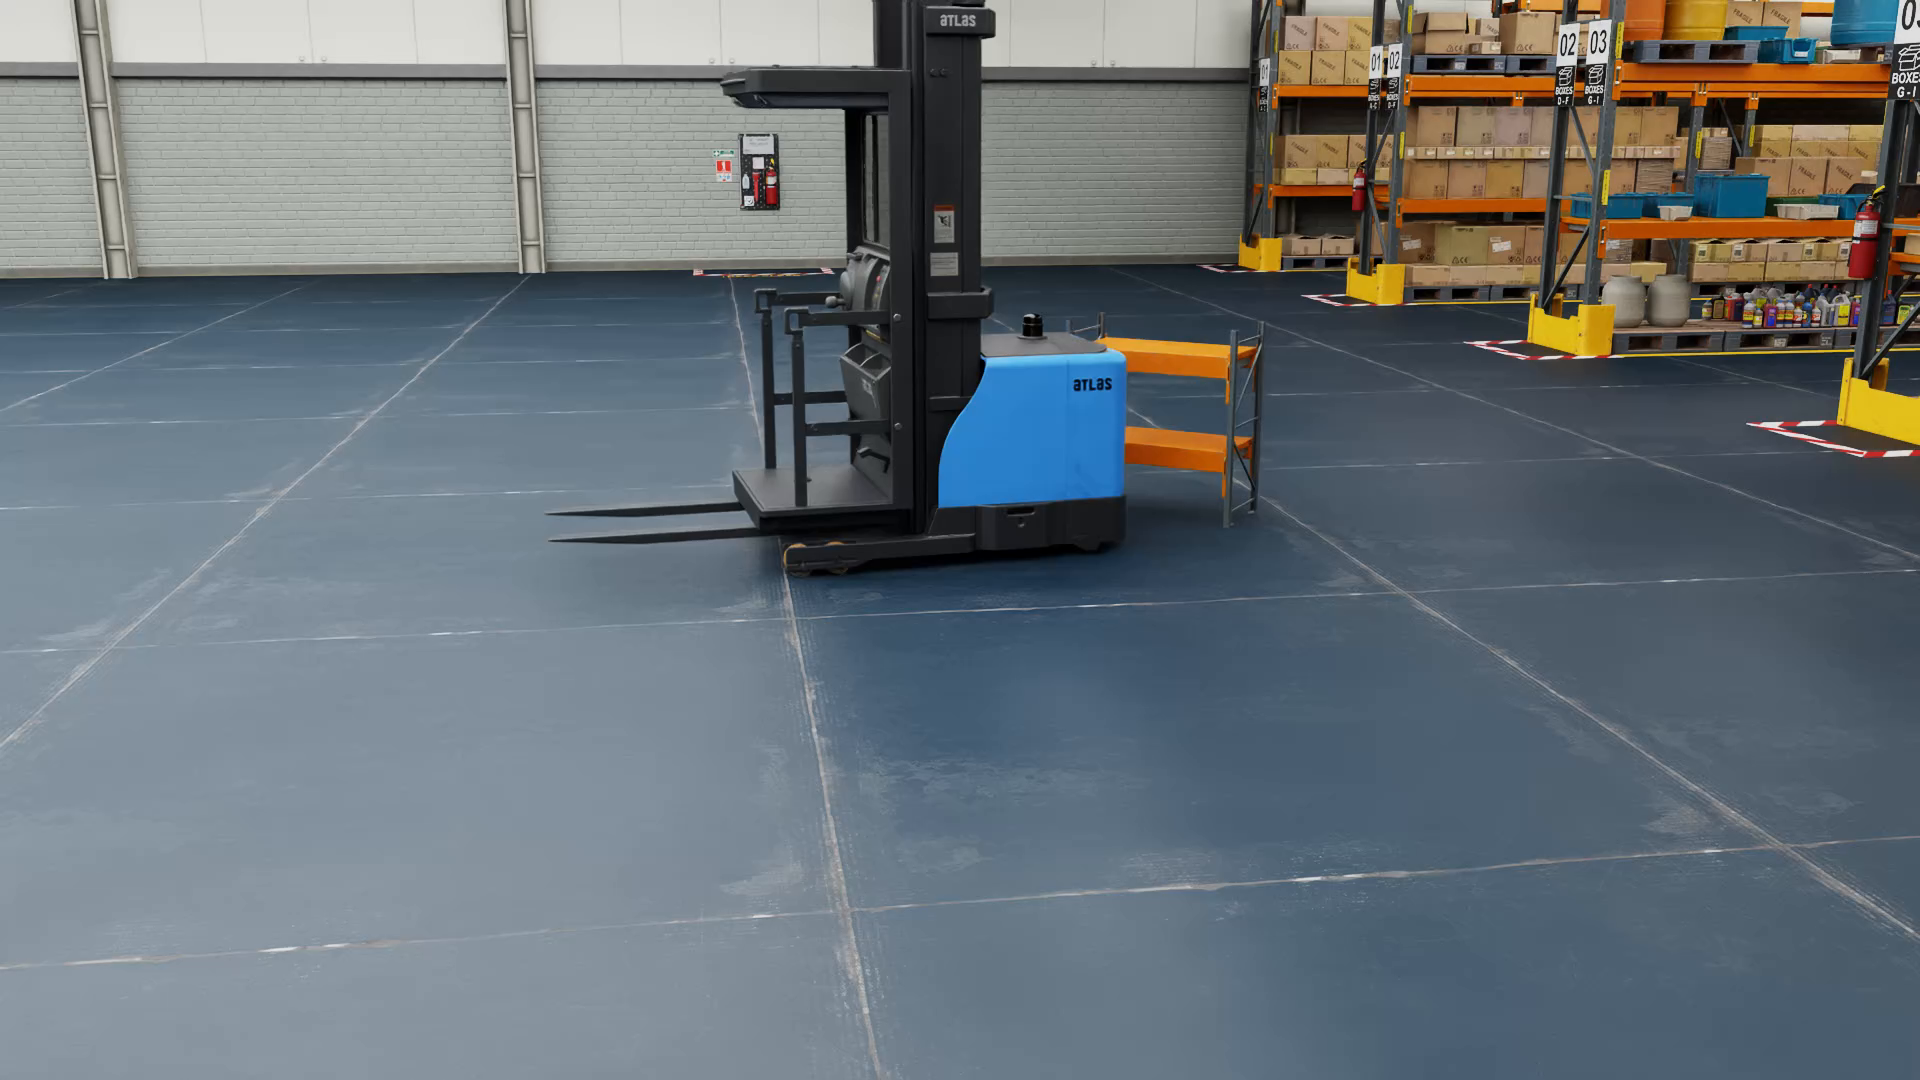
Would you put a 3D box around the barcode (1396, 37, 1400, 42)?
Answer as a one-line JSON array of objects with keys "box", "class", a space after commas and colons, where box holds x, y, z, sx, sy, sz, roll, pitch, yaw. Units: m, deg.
[{"box": [5.669, -6.468, 21.488, 0.075, 0.075, 0.001, -2, 14, -8], "class": "barcode"}]

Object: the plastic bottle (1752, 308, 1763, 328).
[{"box": [8.119, -2.264, 16.931, 0.097, 0.201, 0.097, 0, 14, 0], "class": "plastic bottle"}]

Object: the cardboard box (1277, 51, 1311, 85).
[{"box": [5.069, -7.261, 25.597, 0.500, 0.500, 0.500, -2, 14, -7], "class": "cardboard box"}]

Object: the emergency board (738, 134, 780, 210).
[{"box": [-3.118, -5.732, 25.911, 0.643, 1.169, 0.194, -2, 14, -8], "class": "emergency board"}]

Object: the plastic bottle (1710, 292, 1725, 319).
[{"box": [8.041, -2.490, 17.663, 0.133, 0.283, 0.061, -2, 14, -7], "class": "plastic bottle"}]

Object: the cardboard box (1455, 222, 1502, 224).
[{"box": [6.915, -3.969, 22.131, 0.500, 0.500, 0.500, -2, 14, -8], "class": "cardboard box"}]

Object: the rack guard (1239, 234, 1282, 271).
[{"box": [4.776, -4.587, 26.483, 0.348, 0.500, 1.175, -2, 14, -8], "class": "rack guard"}]

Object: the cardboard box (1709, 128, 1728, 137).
[{"box": [12.275, -6.643, 27.101, 0.250, 0.149, 0.380, -4, 15, -16], "class": "cardboard box"}]

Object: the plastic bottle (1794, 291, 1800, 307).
[{"box": [8.916, -2.522, 17.791, 0.133, 0.283, 0.061, -1, 14, -6], "class": "plastic bottle"}]

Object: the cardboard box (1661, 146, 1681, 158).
[{"box": [9.161, -5.052, 21.659, 0.250, 0.149, 0.380, -2, 14, -8], "class": "cardboard box"}]

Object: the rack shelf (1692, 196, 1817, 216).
[{"box": [11.376, -4.473, 22.372, 4.000, 0.370, 1.077, -2, 14, -8], "class": "rack shelf"}]

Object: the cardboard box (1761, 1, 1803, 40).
[{"box": [10.574, -6.739, 21.662, 0.500, 0.500, 0.500, -1, 14, -3], "class": "cardboard box"}]

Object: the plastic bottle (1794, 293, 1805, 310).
[{"box": [8.946, -2.498, 17.719, 0.097, 0.271, 0.097, 0, 14, 0], "class": "plastic bottle"}]

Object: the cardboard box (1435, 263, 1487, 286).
[{"box": [6.500, -3.460, 21.640, 0.500, 0.250, 0.500, -2, 14, -8], "class": "cardboard box"}]

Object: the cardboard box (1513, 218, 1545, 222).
[{"box": [9.382, -4.973, 27.119, 0.500, 0.500, 0.700, -2, 14, -6], "class": "cardboard box"}]

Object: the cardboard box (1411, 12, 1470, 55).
[{"box": [6.012, -6.401, 21.051, 0.637, 0.503, 0.797, -1, 14, -4], "class": "cardboard box"}]

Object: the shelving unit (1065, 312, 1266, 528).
[{"box": [1.194, -0.727, 9.809, 1.048, 1.125, 0.538, 8, 16, 28], "class": "shelving unit"}]

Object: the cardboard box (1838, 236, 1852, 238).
[{"box": [12.274, -4.067, 22.910, 0.500, 0.311, 0.500, -2, 14, -10], "class": "cardboard box"}]

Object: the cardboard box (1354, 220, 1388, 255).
[{"box": [6.695, -4.836, 26.572, 0.500, 0.500, 0.700, -3, 14, -12], "class": "cardboard box"}]

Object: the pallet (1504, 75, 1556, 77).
[{"box": [9.283, -7.302, 26.391, 1.003, 0.211, 1.213, -2, 14, -8], "class": "pallet"}]

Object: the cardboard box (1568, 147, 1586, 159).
[{"box": [7.905, -5.006, 21.477, 0.250, 0.149, 0.380, -2, 14, -7], "class": "cardboard box"}]

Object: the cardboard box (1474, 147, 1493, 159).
[{"box": [6.620, -4.958, 21.286, 0.250, 0.149, 0.380, -2, 14, -9], "class": "cardboard box"}]

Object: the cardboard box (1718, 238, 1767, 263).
[{"box": [10.340, -3.864, 22.098, 0.500, 0.311, 0.500, -2, 14, -9], "class": "cardboard box"}]

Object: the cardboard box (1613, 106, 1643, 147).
[{"box": [8.461, -5.391, 21.681, 0.500, 0.500, 0.700, -2, 14, -8], "class": "cardboard box"}]

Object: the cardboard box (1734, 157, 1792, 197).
[{"box": [10.681, -4.841, 22.154, 0.500, 0.500, 0.500, -1, 14, -4], "class": "cardboard box"}]

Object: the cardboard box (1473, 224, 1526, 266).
[{"box": [6.993, -3.844, 21.632, 0.500, 0.500, 0.500, -2, 14, -8], "class": "cardboard box"}]

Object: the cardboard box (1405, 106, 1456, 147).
[{"box": [5.959, -5.298, 21.310, 0.500, 0.500, 0.700, -2, 14, -8], "class": "cardboard box"}]

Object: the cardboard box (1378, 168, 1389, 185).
[{"box": [6.747, -5.732, 26.177, 0.500, 0.250, 0.500, -2, 14, -8], "class": "cardboard box"}]

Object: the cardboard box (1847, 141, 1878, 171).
[{"box": [14.654, -6.300, 27.318, 0.500, 0.500, 0.500, -2, 14, -7], "class": "cardboard box"}]

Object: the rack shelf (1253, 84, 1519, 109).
[{"box": [6.679, -6.975, 26.179, 4.000, 0.370, 1.077, -2, 14, -8], "class": "rack shelf"}]

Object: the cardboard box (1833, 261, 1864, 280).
[{"box": [11.863, -3.650, 22.399, 0.500, 0.250, 0.500, -2, 14, -7], "class": "cardboard box"}]

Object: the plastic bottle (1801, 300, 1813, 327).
[{"box": [8.655, -2.317, 17.000, 0.097, 0.271, 0.097, 0, 14, 0], "class": "plastic bottle"}]

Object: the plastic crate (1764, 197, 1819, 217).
[{"box": [8.748, -3.474, 17.344, 0.662, 0.188, 0.450, -2, 14, -8], "class": "plastic crate"}]

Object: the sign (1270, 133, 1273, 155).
[{"box": [4.782, -6.086, 25.542, 0.005, 0.325, 0.100, -2, 14, -8], "class": "sign"}]

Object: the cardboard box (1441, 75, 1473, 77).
[{"box": [7.692, -7.361, 25.995, 0.500, 0.500, 0.500, -3, 14, -13], "class": "cardboard box"}]

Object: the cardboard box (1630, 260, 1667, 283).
[{"box": [8.972, -3.550, 22.002, 0.500, 0.250, 0.500, -2, 14, -8], "class": "cardboard box"}]

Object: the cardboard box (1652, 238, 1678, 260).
[{"box": [9.756, -3.975, 22.544, 0.500, 0.311, 0.500, -2, 14, -8], "class": "cardboard box"}]

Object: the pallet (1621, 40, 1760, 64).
[{"box": [7.010, -4.783, 16.349, 1.213, 0.211, 1.003, -2, 14, -8], "class": "pallet"}]

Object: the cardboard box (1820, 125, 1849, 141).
[{"box": [14.124, -6.646, 27.155, 0.500, 0.250, 0.500, -2, 14, -8], "class": "cardboard box"}]

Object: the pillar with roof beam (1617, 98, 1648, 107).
[{"box": [11.839, -8.122, 23.107, 0.400, 9.000, 9.100, -2, 14, -8], "class": "pillar with roof beam"}]

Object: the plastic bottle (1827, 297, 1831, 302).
[{"box": [8.989, -2.366, 17.171, 0.133, 0.283, 0.061, -2, 14, -8], "class": "plastic bottle"}]

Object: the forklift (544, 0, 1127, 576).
[{"box": [-0.680, -1.378, 8.691, 3.031, 2.935, 1.130, -4, 15, -15], "class": "forklift"}]

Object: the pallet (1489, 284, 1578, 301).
[{"box": [7.397, -3.334, 22.080, 1.213, 0.211, 1.003, -2, 14, -8], "class": "pallet"}]

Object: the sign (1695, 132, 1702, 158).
[{"box": [9.482, -5.075, 21.348, 0.005, 0.325, 0.100, -2, 14, -8], "class": "sign"}]

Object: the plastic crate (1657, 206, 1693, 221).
[{"box": [7.110, -3.240, 16.518, 0.250, 0.136, 0.298, -2, 14, -8], "class": "plastic crate"}]

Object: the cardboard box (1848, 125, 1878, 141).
[{"box": [14.628, -6.666, 27.234, 0.500, 0.250, 0.500, -2, 14, -9], "class": "cardboard box"}]

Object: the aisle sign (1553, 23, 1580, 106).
[{"box": [6.062, -4.743, 16.624, 0.004, 0.787, 0.394, -2, 14, -8], "class": "aisle sign"}]

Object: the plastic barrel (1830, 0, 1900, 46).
[{"box": [9.132, -5.450, 16.726, 0.708, 0.901, 0.600, -2, 14, -8], "class": "plastic barrel"}]

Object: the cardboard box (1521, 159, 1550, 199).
[{"box": [7.437, -4.724, 21.686, 0.500, 0.500, 0.700, -2, 14, -7], "class": "cardboard box"}]

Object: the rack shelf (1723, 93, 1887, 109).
[{"box": [14.590, -7.265, 27.335, 4.000, 0.370, 1.077, -2, 14, -8], "class": "rack shelf"}]

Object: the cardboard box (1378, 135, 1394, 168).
[{"box": [6.729, -6.096, 26.090, 0.500, 0.500, 0.500, -2, 14, -7], "class": "cardboard box"}]

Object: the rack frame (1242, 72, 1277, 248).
[{"box": [4.701, -5.796, 26.168, 0.127, 3.000, 1.000, -2, 14, -8], "class": "rack frame"}]

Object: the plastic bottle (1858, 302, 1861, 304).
[{"box": [9.349, -2.387, 17.115, 0.185, 0.351, 0.144, -3, 14, -11], "class": "plastic bottle"}]

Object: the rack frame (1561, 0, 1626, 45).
[{"box": [6.177, -6.323, 15.936, 0.127, 3.000, 1.000, -2, 14, -8], "class": "rack frame"}]
